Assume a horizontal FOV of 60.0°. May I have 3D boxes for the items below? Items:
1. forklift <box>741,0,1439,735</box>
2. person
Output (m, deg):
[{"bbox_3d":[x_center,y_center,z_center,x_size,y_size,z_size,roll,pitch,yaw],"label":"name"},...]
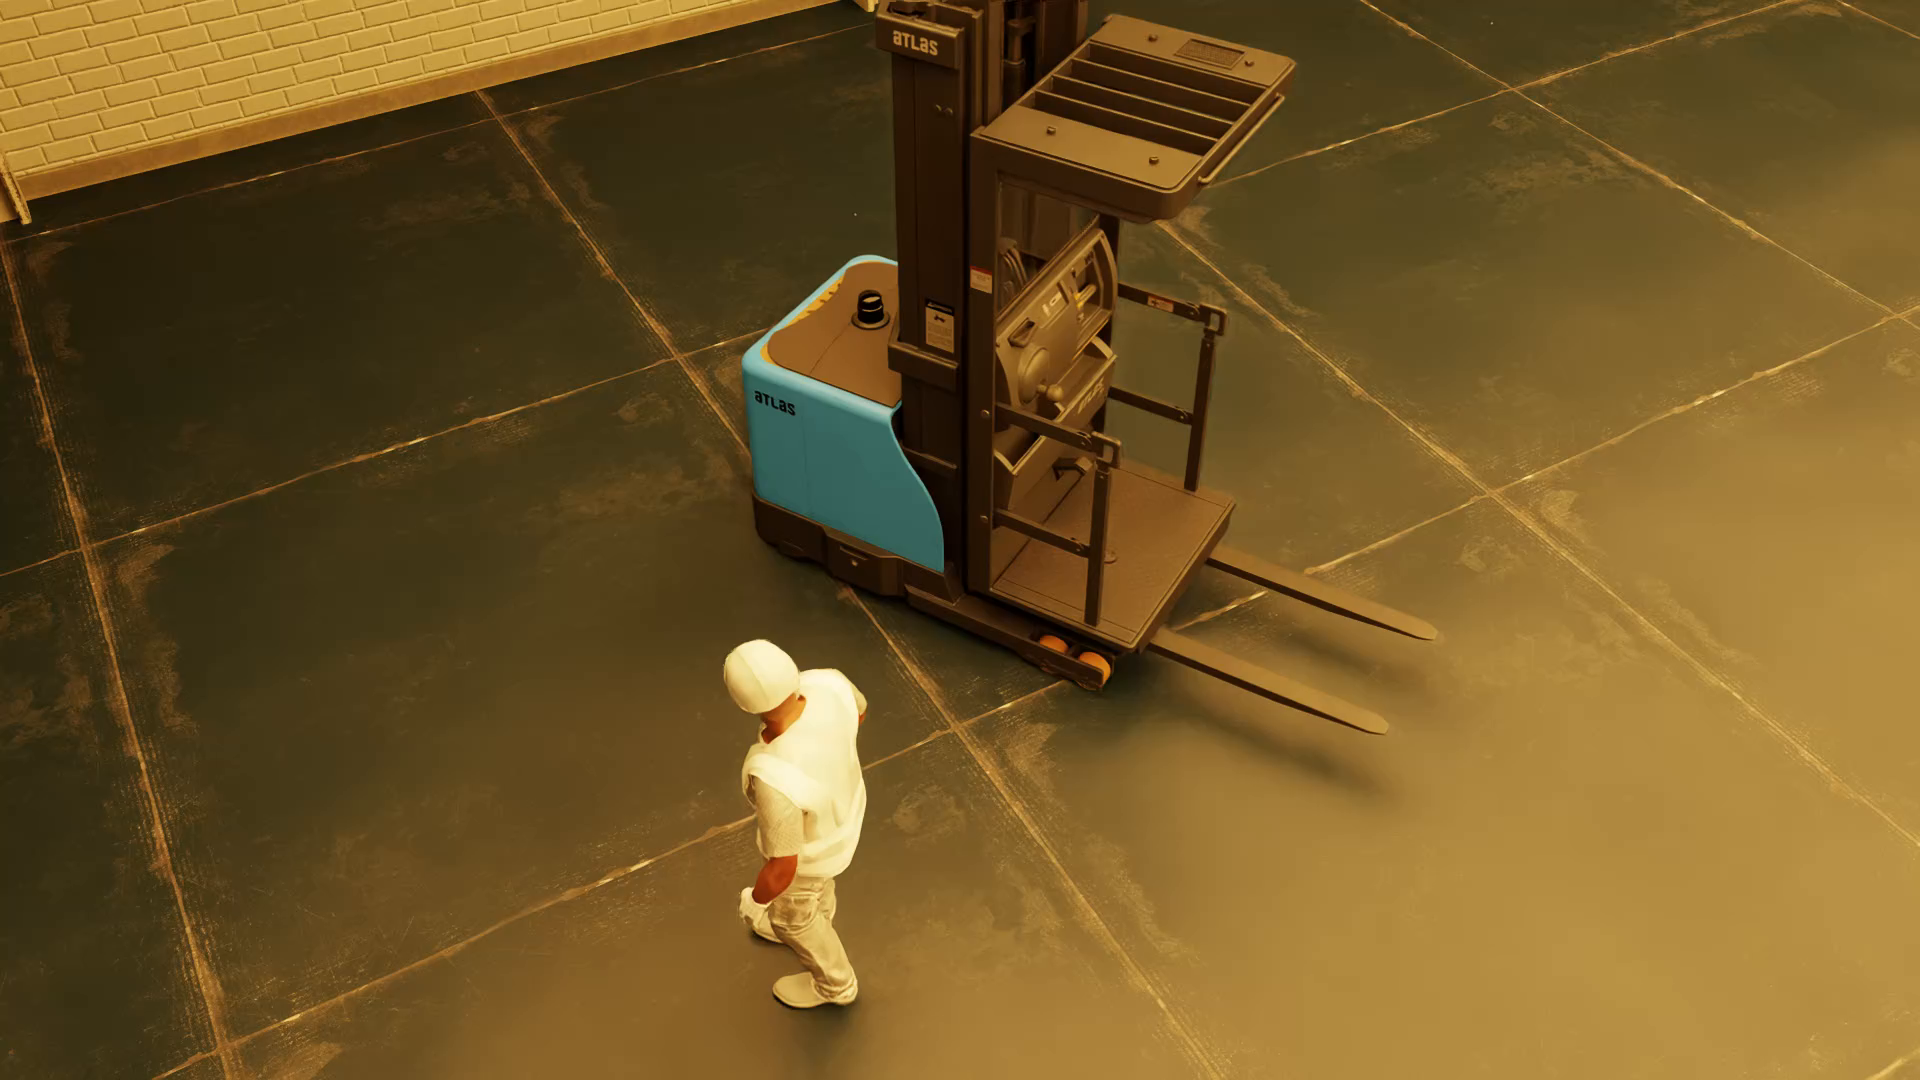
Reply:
[{"bbox_3d":[0.573,-0.846,6.610,3.031,2.935,1.130,22,47,22],"label":"forklift"},{"bbox_3d":[-0.575,0.940,5.542,0.499,1.767,0.764,8,43,9],"label":"person"}]
